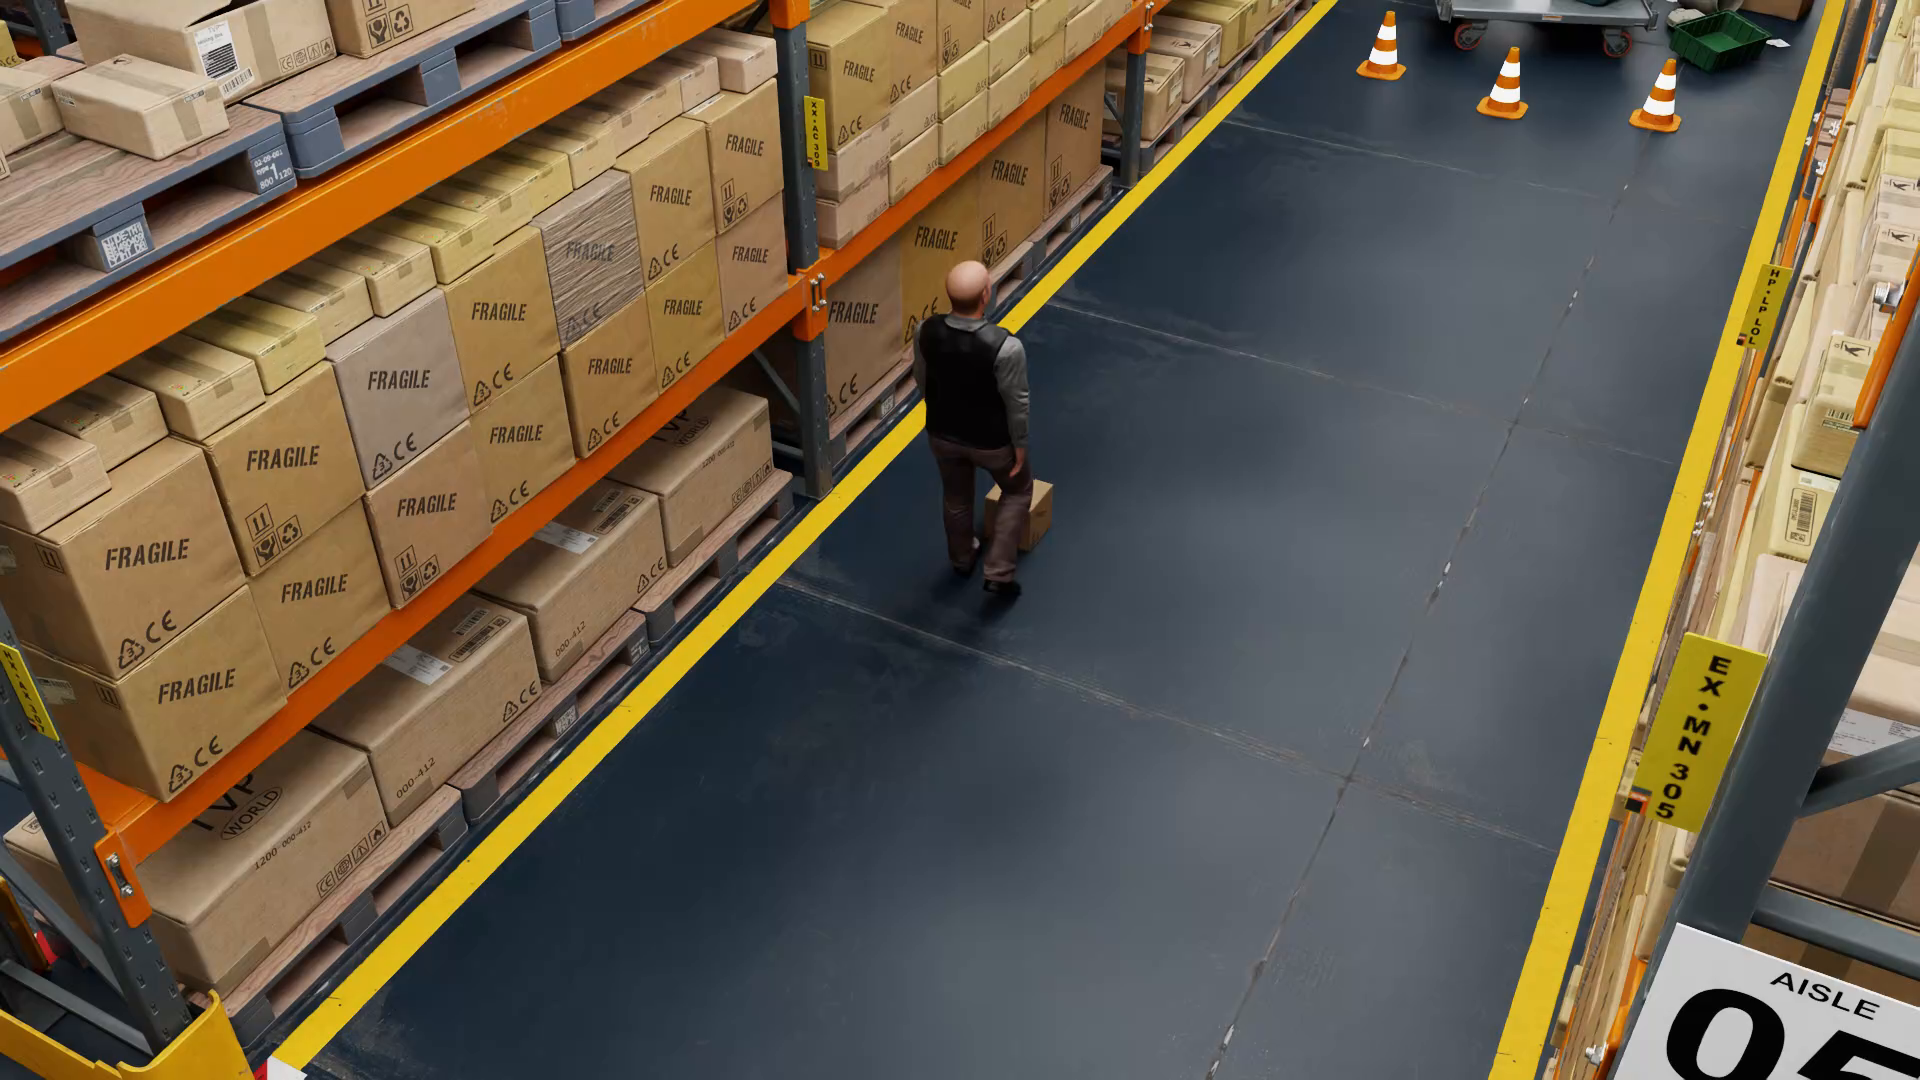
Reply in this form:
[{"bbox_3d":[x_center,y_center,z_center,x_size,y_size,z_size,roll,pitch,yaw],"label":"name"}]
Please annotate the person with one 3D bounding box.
[{"bbox_3d":[0.086,-0.502,7.415,0.562,1.745,0.521,14,40,17],"label":"person"}]
